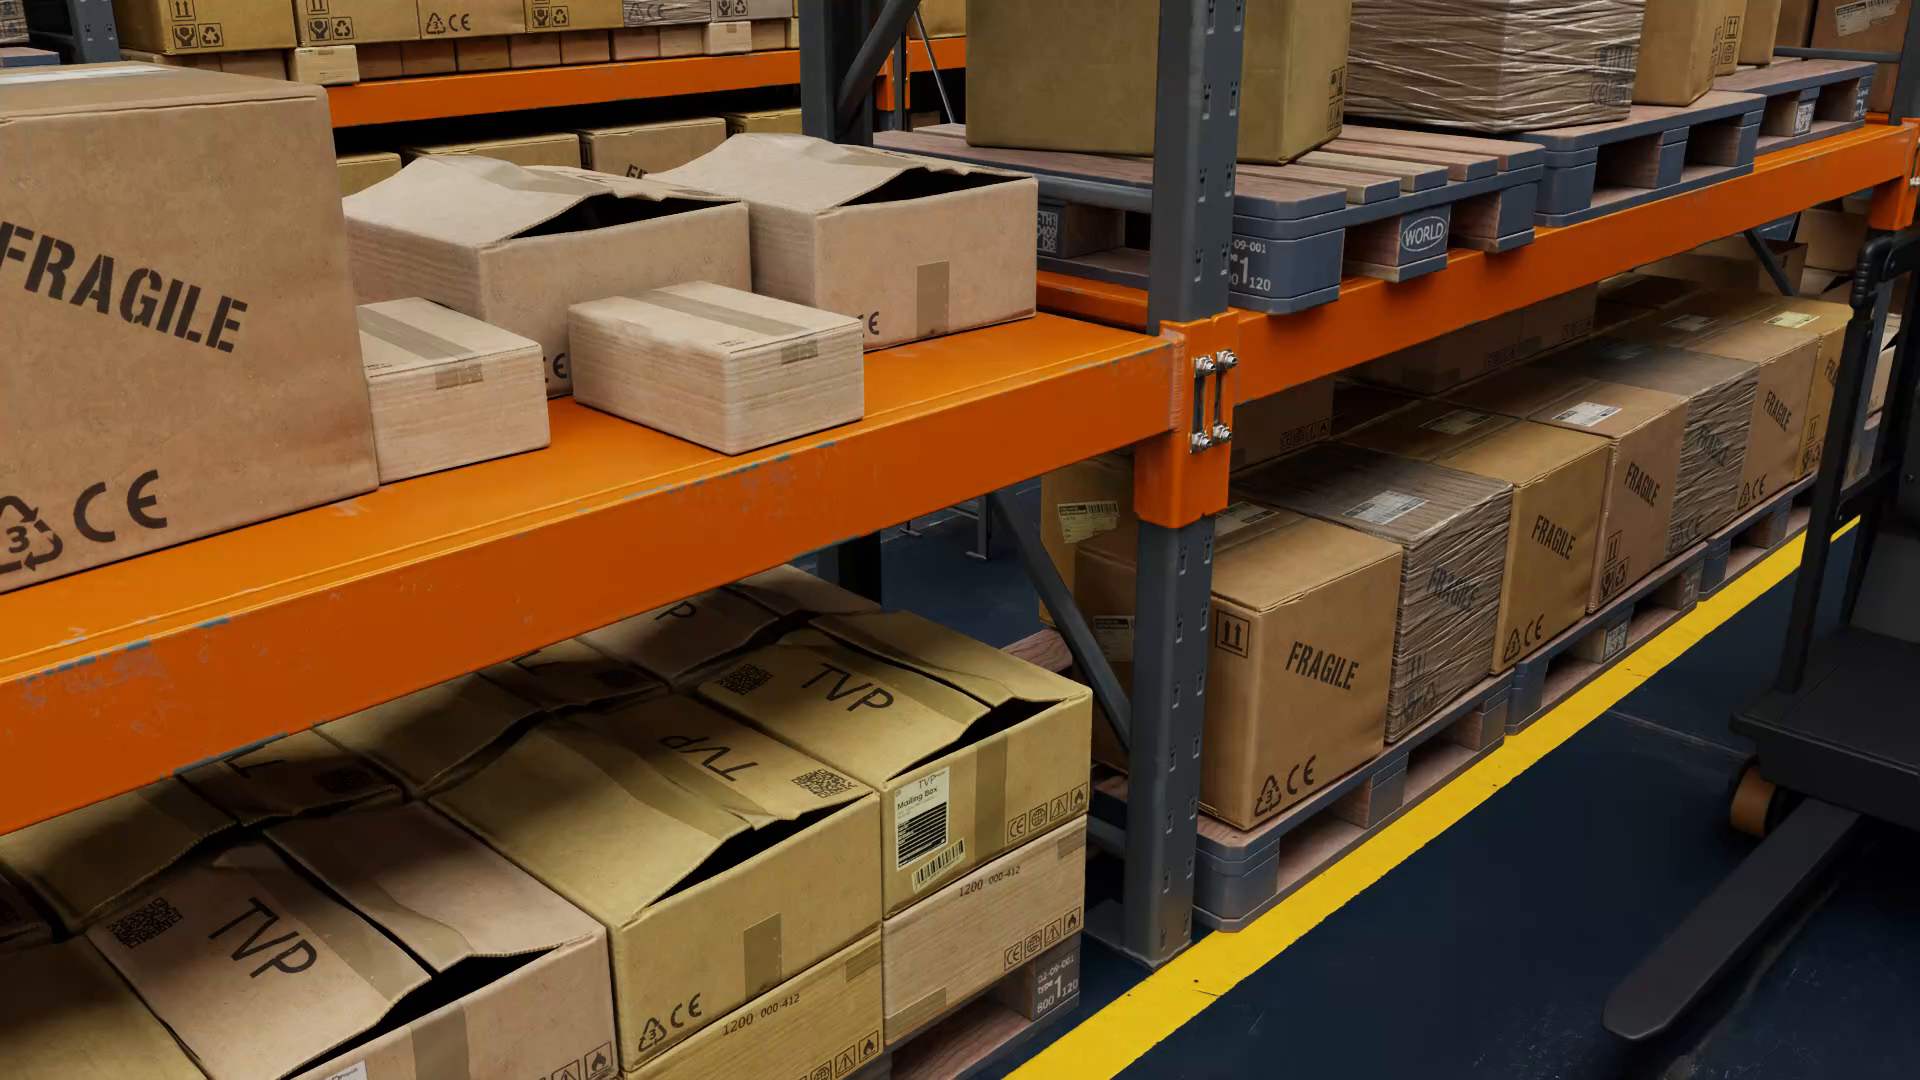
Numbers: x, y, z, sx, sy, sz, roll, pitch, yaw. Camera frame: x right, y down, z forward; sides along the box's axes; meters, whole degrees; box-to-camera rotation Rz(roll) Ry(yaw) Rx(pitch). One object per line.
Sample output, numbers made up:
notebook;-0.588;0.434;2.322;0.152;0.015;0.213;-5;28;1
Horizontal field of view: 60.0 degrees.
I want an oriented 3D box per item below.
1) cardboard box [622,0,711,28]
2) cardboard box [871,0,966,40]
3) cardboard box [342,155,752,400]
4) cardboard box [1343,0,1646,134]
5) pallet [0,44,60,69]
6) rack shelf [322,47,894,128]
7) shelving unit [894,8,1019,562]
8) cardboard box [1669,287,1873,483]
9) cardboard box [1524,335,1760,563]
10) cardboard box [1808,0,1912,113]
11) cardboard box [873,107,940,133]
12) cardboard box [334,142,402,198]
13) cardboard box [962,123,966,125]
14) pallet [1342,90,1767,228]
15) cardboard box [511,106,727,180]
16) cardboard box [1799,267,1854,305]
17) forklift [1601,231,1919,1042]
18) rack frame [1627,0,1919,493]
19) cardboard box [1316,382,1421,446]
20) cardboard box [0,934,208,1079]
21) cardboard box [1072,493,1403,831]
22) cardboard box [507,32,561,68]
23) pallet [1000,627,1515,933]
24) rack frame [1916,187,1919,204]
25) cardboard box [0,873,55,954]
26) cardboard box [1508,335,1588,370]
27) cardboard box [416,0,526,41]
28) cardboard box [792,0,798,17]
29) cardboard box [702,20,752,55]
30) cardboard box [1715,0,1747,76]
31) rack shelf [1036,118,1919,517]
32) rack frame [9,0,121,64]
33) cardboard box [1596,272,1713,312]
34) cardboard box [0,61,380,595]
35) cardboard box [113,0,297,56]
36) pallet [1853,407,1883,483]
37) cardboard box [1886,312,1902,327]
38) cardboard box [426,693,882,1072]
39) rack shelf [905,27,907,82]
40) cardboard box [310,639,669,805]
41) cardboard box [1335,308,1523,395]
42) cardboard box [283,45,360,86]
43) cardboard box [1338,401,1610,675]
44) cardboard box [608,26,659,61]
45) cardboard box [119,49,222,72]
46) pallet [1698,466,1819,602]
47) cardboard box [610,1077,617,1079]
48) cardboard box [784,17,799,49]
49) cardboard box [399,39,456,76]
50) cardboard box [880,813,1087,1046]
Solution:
cardboard box;-1.535;-2.695;7.824;0.500;0.500;0.500;19;28;41
cardboard box;-0.298;-3.218;9.349;0.700;0.700;0.980;-20;28;-41
cardboard box;-0.690;-0.453;2.696;0.500;0.311;0.500;19;28;40
cardboard box;1.206;-1.296;4.041;0.500;0.500;0.700;-14;25;-32
pallet;-3.900;-1.615;5.864;1.213;0.211;1.003;19;28;41
rack shelf;-2.084;-2.093;7.842;1.077;0.370;4.000;19;28;41
shelving unit;0.115;-1.023;5.309;0.431;2.100;0.503;19;28;41
cardboard box;2.725;-0.544;5.680;0.500;0.500;0.500;19;28;40
cardboard box;2.024;-0.290;5.020;0.500;0.500;0.500;20;29;41
cardboard box;3.414;-1.814;5.973;0.500;0.500;0.500;-19;28;-41
cardboard box;-0.337;-2.454;9.773;0.380;0.149;0.250;19;28;40
cardboard box;-2.872;-1.263;7.092;0.750;0.750;0.750;19;28;40
cardboard box;0.260;-2.267;10.191;0.700;0.500;0.500;19;28;40
pallet;1.426;-1.087;4.490;1.003;0.211;1.213;19;28;41
cardboard box;-1.667;-1.707;8.245;0.750;0.750;0.750;-19;28;-40
cardboard box;3.581;-1.065;7.298;0.500;0.311;0.500;19;28;41
forklift;2.382;-0.643;3.162;1.130;2.935;3.031;19;28;41
rack frame;2.864;-1.704;5.827;1.000;3.000;0.127;19;28;41
cardboard box;0.919;-0.146;4.646;0.500;0.500;0.500;18;27;39
cardboard box;-1.179;0.739;1.937;0.500;0.311;0.500;-19;28;-41
cardboard box;0.595;0.240;3.640;0.500;0.500;0.500;-19;28;-40
cardboard box;-2.021;-2.230;7.519;0.380;0.149;0.250;19;28;41
pallet;0.621;0.443;4.127;1.003;0.211;1.213;19;28;41
rack frame;5.654;-2.732;8.502;1.000;3.000;0.127;19;28;41
cardboard box;-1.579;0.611;2.270;0.500;0.311;0.500;19;28;40
cardboard box;1.633;-0.413;5.338;0.500;0.500;0.500;20;29;41
cardboard box;-2.238;-2.430;7.134;0.500;0.500;0.500;19;28;40
cardboard box;-0.830;-2.956;8.502;0.500;0.500;0.500;19;28;40
cardboard box;-1.236;-2.468;8.138;0.380;0.149;0.250;19;28;41
cardboard box;1.938;-1.688;5.061;0.500;0.500;0.700;-15;26;-34
rack shelf;1.468;-0.854;4.619;1.077;0.370;4.000;19;28;41
rack frame;-3.479;-1.915;6.375;1.000;3.000;0.127;19;28;41
cardboard box;2.351;-0.679;6.032;0.500;0.500;0.500;18;27;38
cardboard box;-1.086;-0.287;2.001;0.500;0.500;0.500;17;27;38
cardboard box;-2.957;-2.170;6.458;0.500;0.500;0.500;-19;28;-40
pallet;3.343;-0.579;6.786;1.003;0.211;1.213;19;28;41
cardboard box;3.908;-0.865;6.981;0.380;0.166;0.250;19;28;41
cardboard box;-0.474;0.481;2.607;0.500;0.311;0.500;19;28;40
rack shelf;0.115;-1.663;5.062;0.431;0.518;0.480;19;28;41
cardboard box;-0.863;0.348;2.953;0.500;0.311;0.500;18;28;39
cardboard box;1.304;-0.643;4.893;0.500;0.250;0.500;19;28;40
cardboard box;-2.655;-1.943;6.771;0.250;0.149;0.380;-19;28;-40
cardboard box;1.310;-0.024;4.326;0.500;0.500;0.500;19;28;40
cardboard box;-1.639;-2.362;7.860;0.380;0.149;0.250;18;28;39
cardboard box;-3.083;-1.833;6.486;0.380;0.149;0.250;19;28;40
pallet;2.323;-0.184;5.759;1.003;0.211;1.213;19;28;41
cardboard box;-0.829;0.870;2.378;0.500;0.250;0.500;-19;28;-41
cardboard box;-0.880;-2.606;8.497;0.250;0.149;0.380;-20;28;-41
cardboard box;-2.393;-2.108;7.199;0.250;0.149;0.380;-19;28;-41
cardboard box;-0.119;0.608;3.059;0.500;0.250;0.500;-19;28;-41
